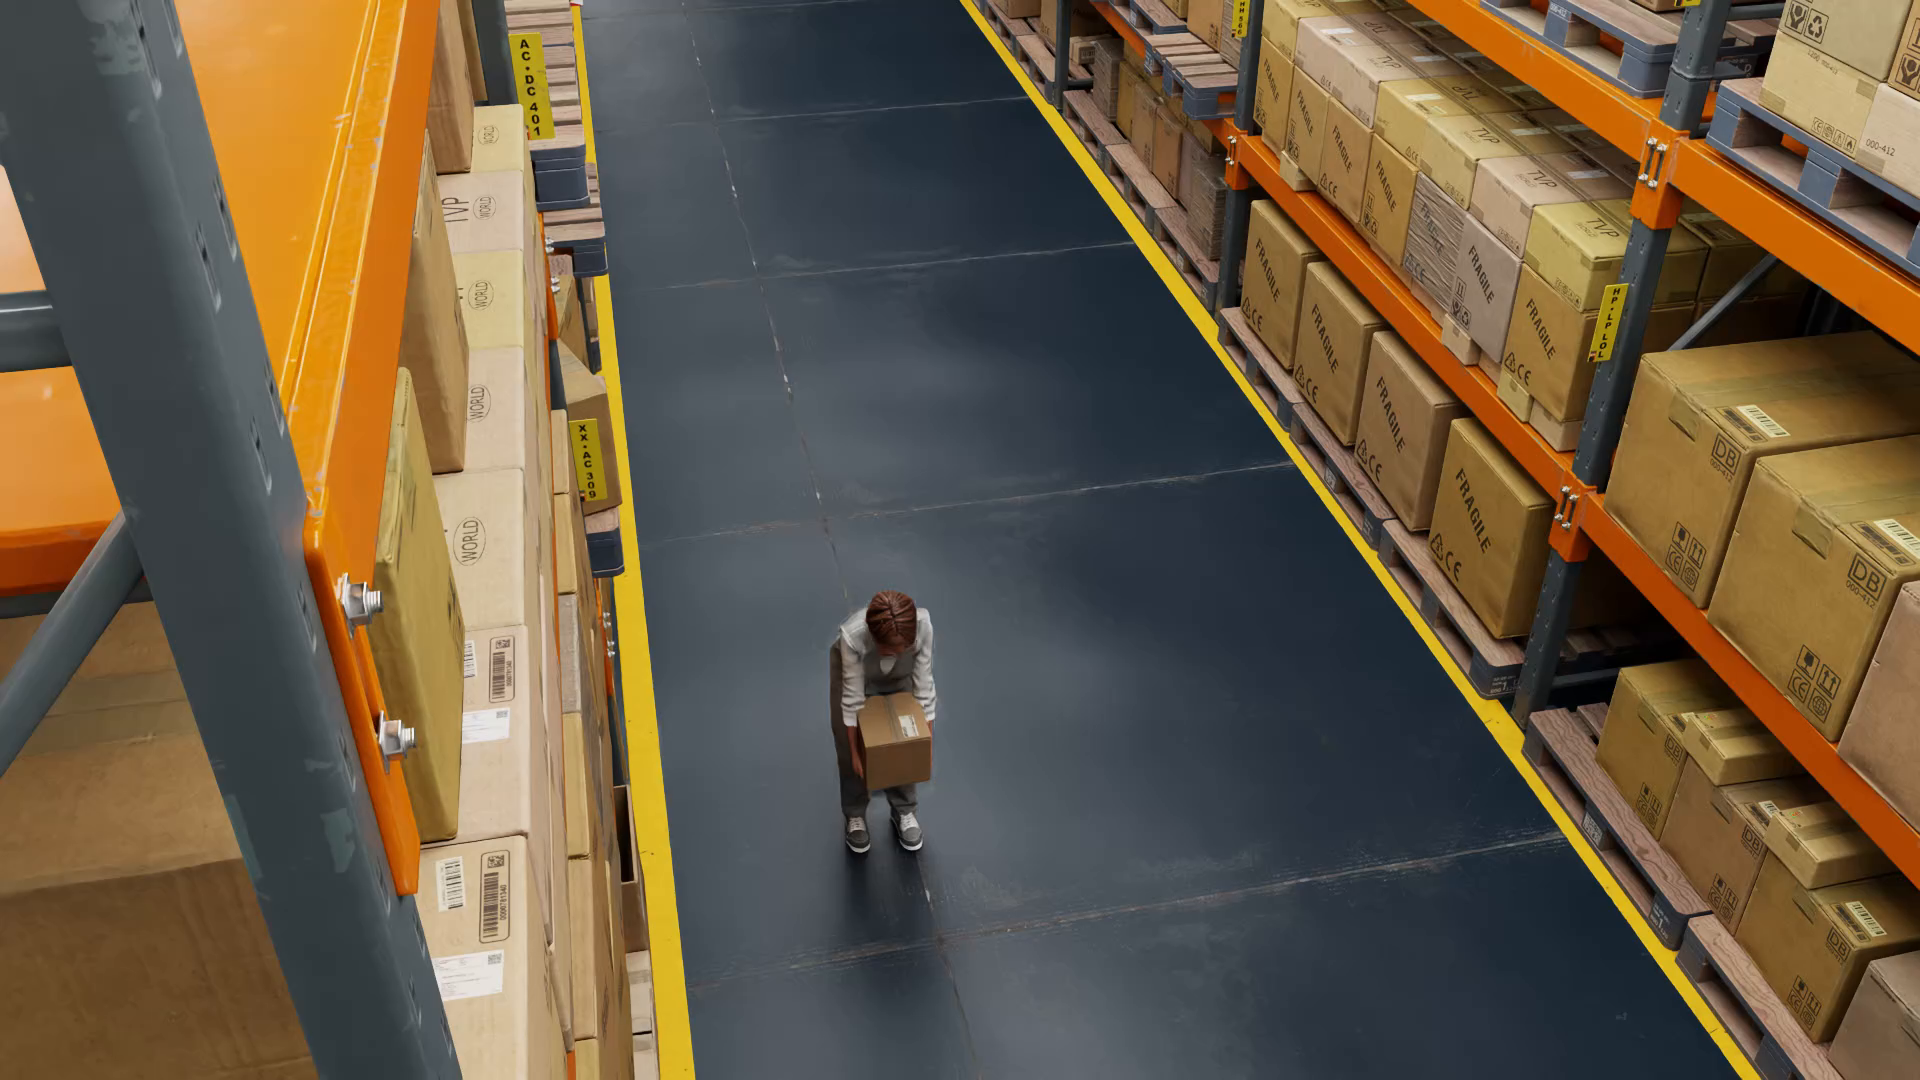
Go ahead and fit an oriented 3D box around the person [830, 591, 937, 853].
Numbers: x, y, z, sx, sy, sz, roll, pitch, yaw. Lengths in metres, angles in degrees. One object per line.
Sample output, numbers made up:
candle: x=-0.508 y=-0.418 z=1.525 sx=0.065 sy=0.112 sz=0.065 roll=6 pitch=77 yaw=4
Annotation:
person: x=-0.302 y=0.690 z=6.509 sx=0.378 sy=1.443 sz=0.647 roll=-8 pitch=36 yaw=-11
